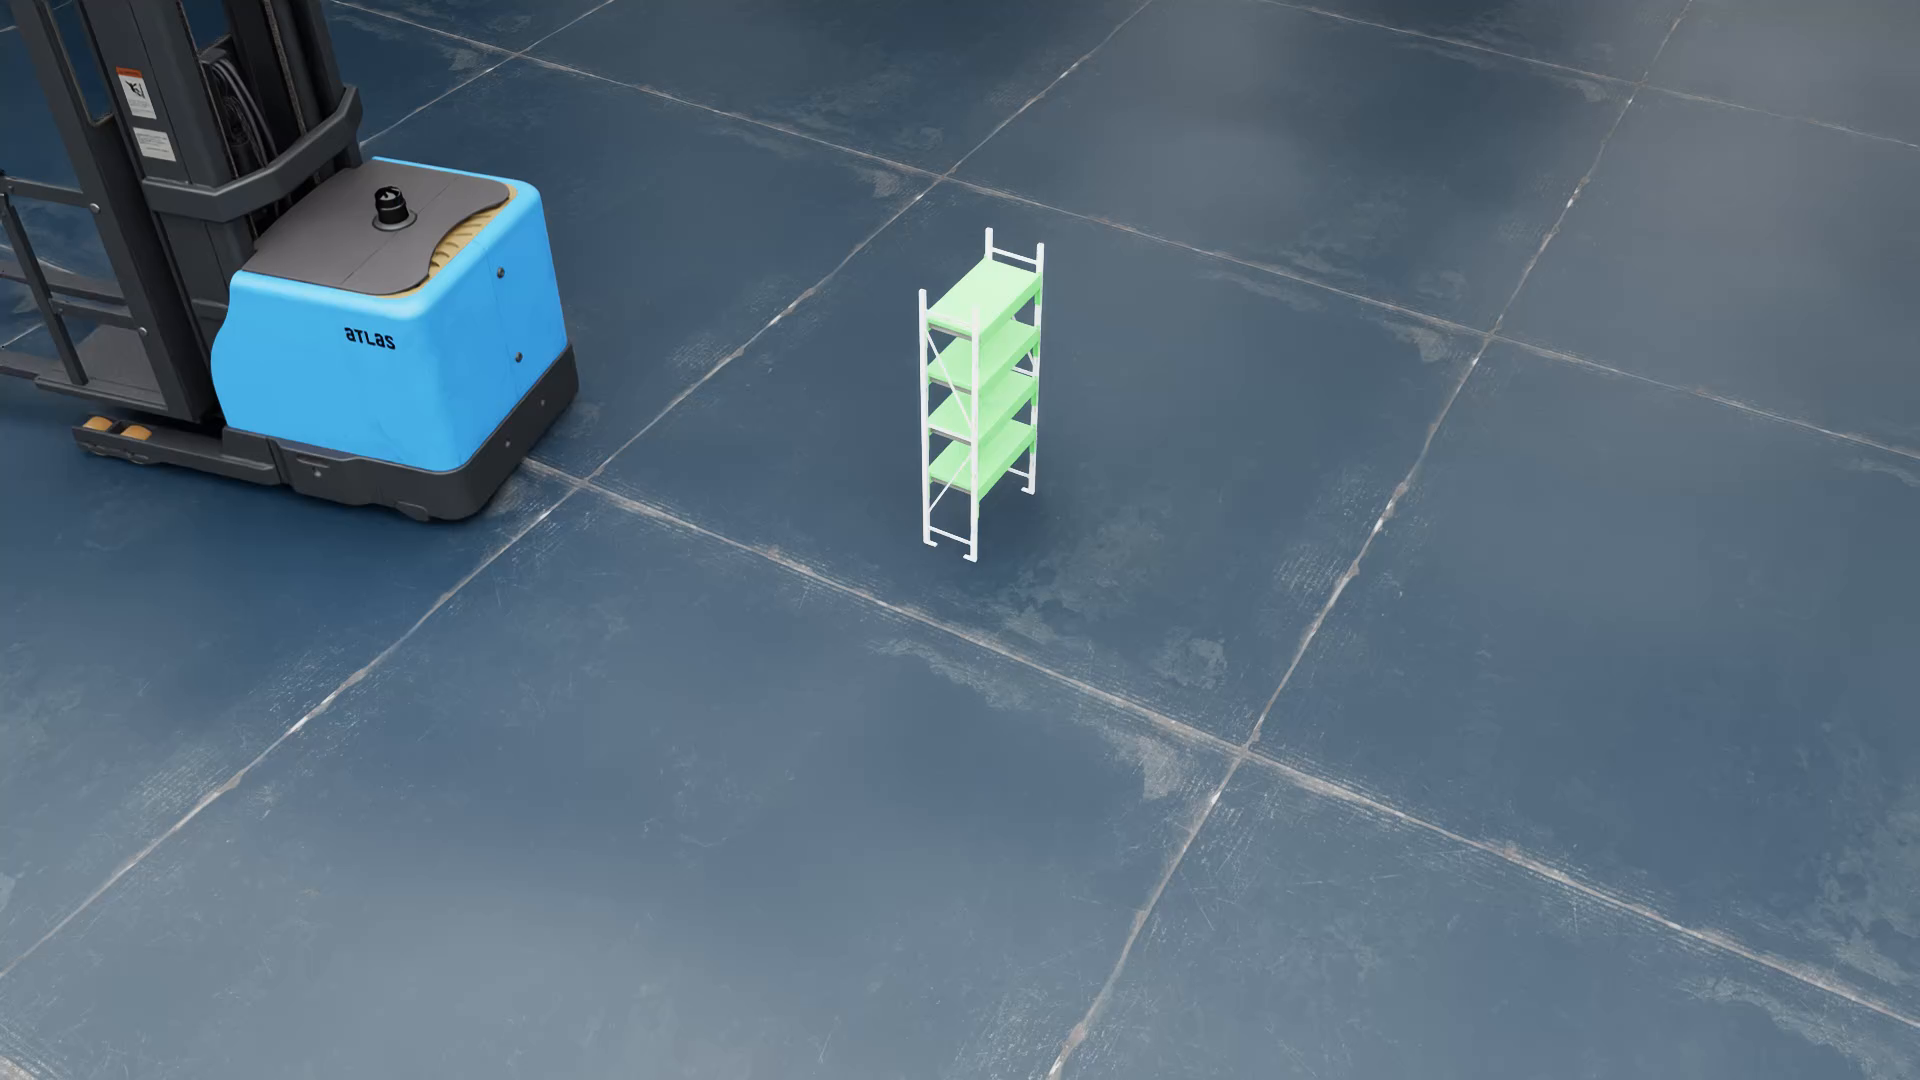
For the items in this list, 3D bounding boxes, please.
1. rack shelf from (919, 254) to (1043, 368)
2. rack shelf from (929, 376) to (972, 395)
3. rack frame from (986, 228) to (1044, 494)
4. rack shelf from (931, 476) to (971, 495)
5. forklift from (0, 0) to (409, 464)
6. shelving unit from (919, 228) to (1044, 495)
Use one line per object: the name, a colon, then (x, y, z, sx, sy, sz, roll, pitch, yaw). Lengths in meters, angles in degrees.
rack shelf: (0.083, -0.857, 6.186, 0.258, 0.148, 0.480, 21, 45, 22)
rack shelf: (0.083, -0.699, 6.326, 0.199, 0.029, 0.442, 21, 45, 22)
rack frame: (0.205, -0.685, 6.620, 0.240, 1.200, 0.015, 21, 45, 22)
rack shelf: (0.083, -0.338, 6.643, 0.199, 0.029, 0.442, 21, 45, 22)
forklift: (-3.271, -1.746, 6.515, 3.031, 2.935, 1.121, 12, 43, 13)
shelving unit: (0.086, -0.548, 6.465, 0.258, 1.200, 0.492, 21, 45, 22)
